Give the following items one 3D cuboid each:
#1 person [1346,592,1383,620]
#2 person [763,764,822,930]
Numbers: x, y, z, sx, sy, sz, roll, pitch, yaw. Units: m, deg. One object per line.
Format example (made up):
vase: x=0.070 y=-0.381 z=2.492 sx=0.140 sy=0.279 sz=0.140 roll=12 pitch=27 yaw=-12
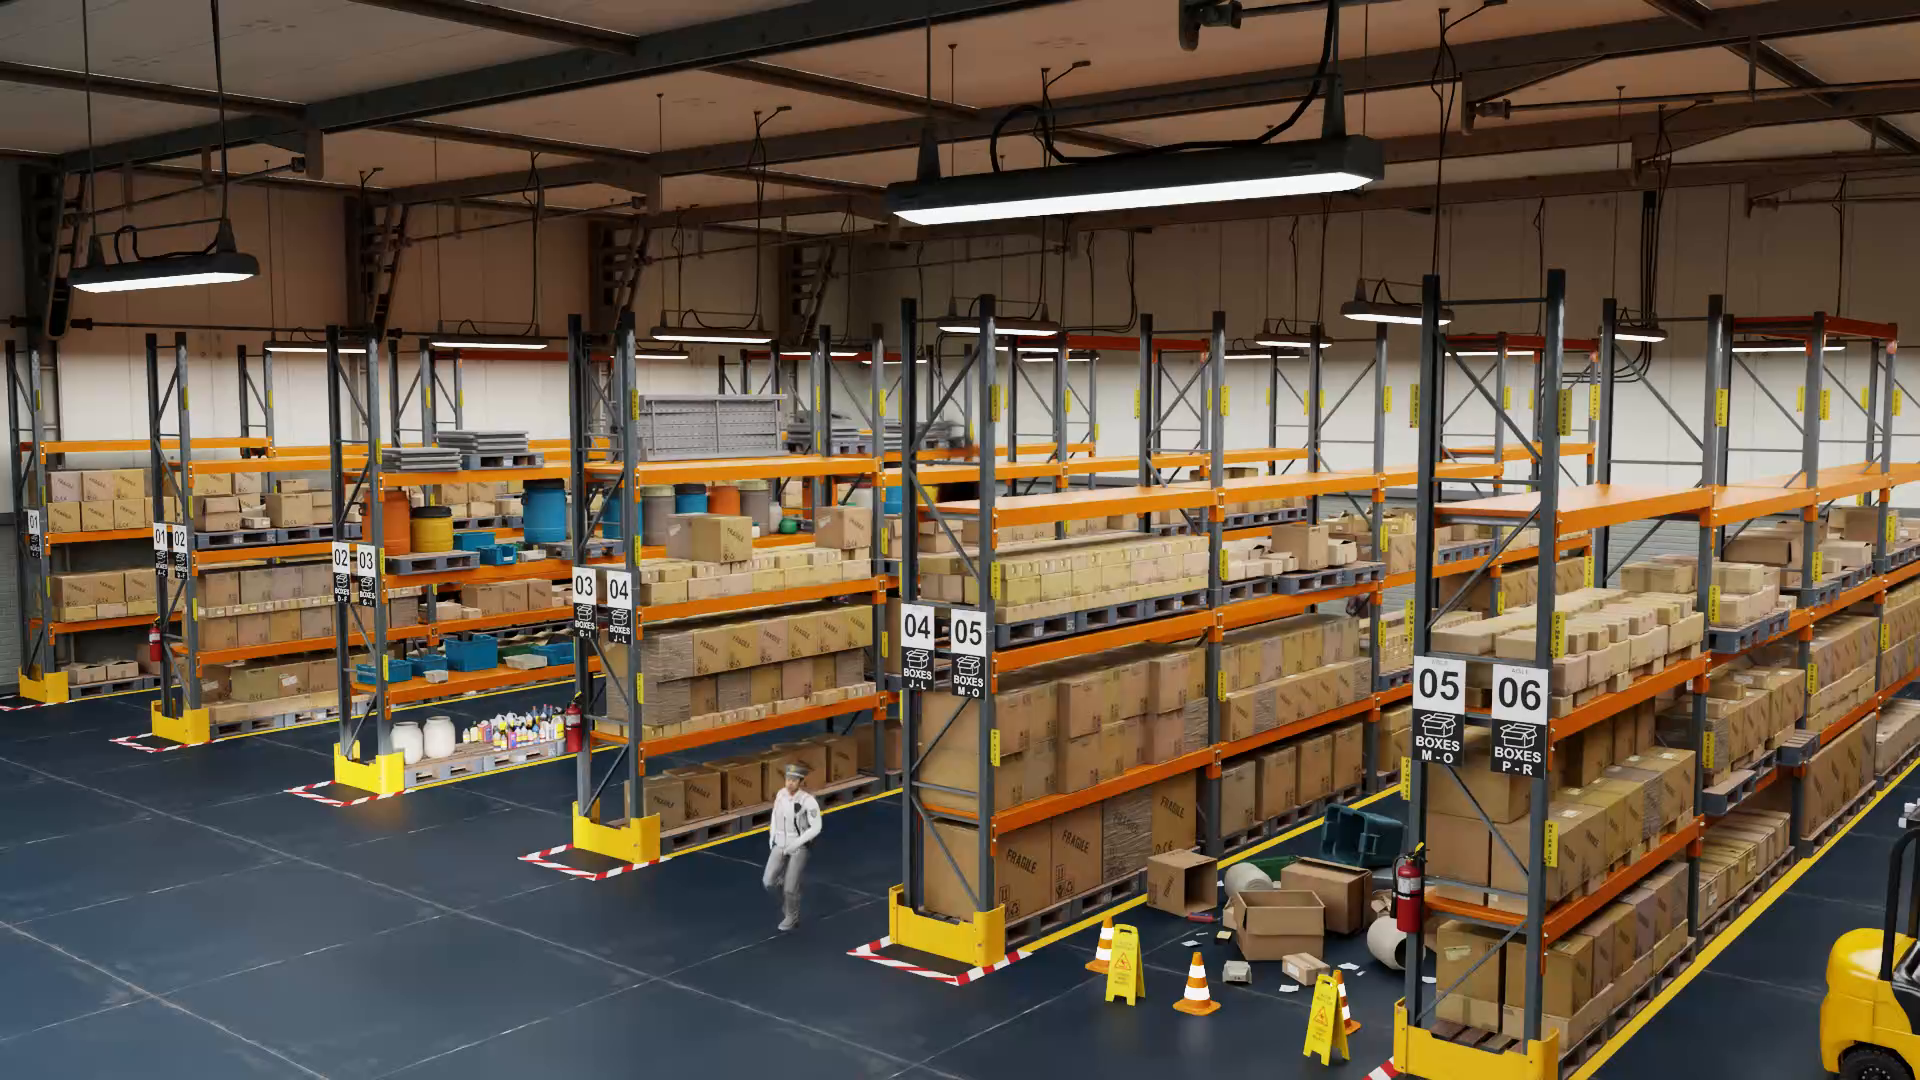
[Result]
person: x=7.485 y=1.547 z=30.776 sx=0.776 sy=1.732 sz=0.618 roll=-2 pitch=6 yaw=-25
person: x=-1.614 y=2.931 z=15.883 sx=0.626 sy=1.631 sz=0.496 roll=3 pitch=6 yaw=28
